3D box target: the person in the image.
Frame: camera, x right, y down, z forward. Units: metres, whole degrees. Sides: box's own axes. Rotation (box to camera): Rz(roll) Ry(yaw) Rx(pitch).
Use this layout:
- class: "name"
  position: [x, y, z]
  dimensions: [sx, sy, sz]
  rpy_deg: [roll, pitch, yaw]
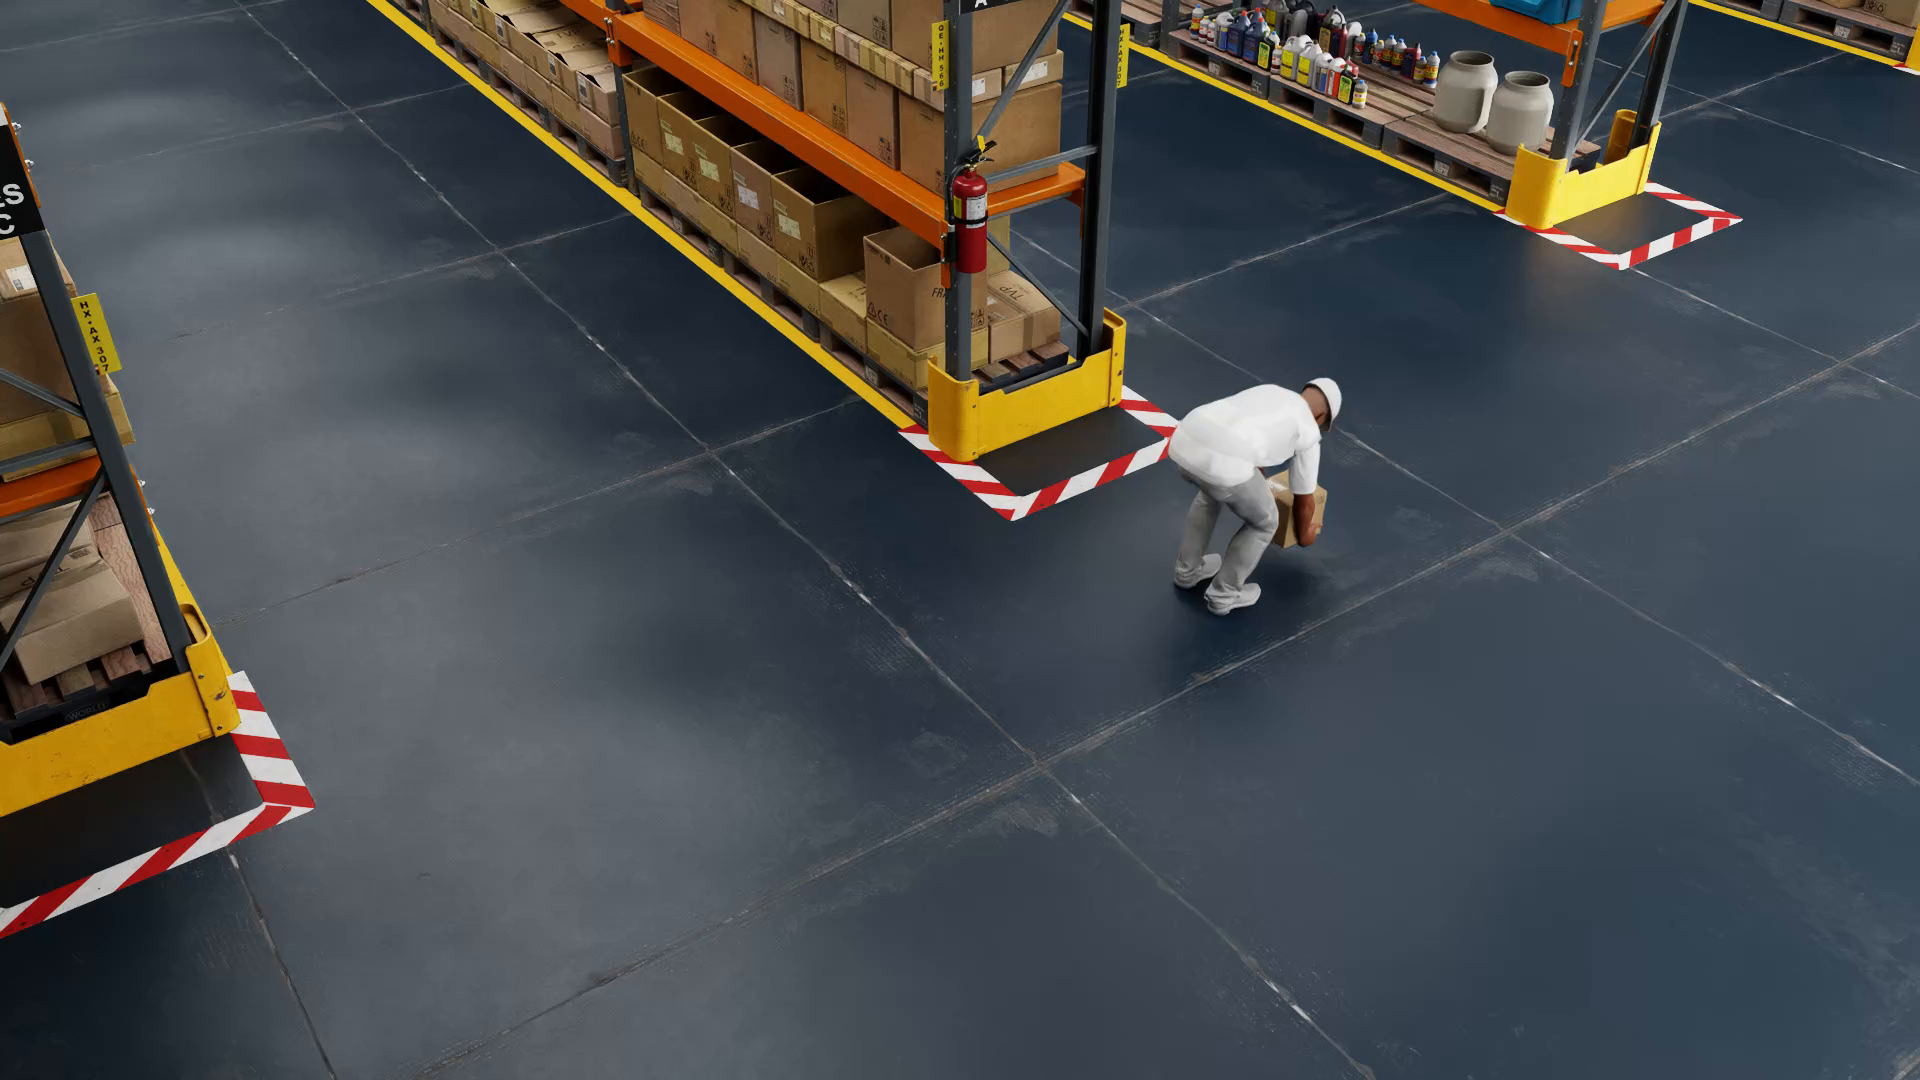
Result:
- class: "person"
  position: [1.411, -0.260, 7.938]
  dimensions: [0.981, 1.053, 0.486]
  rpy_deg: [-24, 43, -30]
